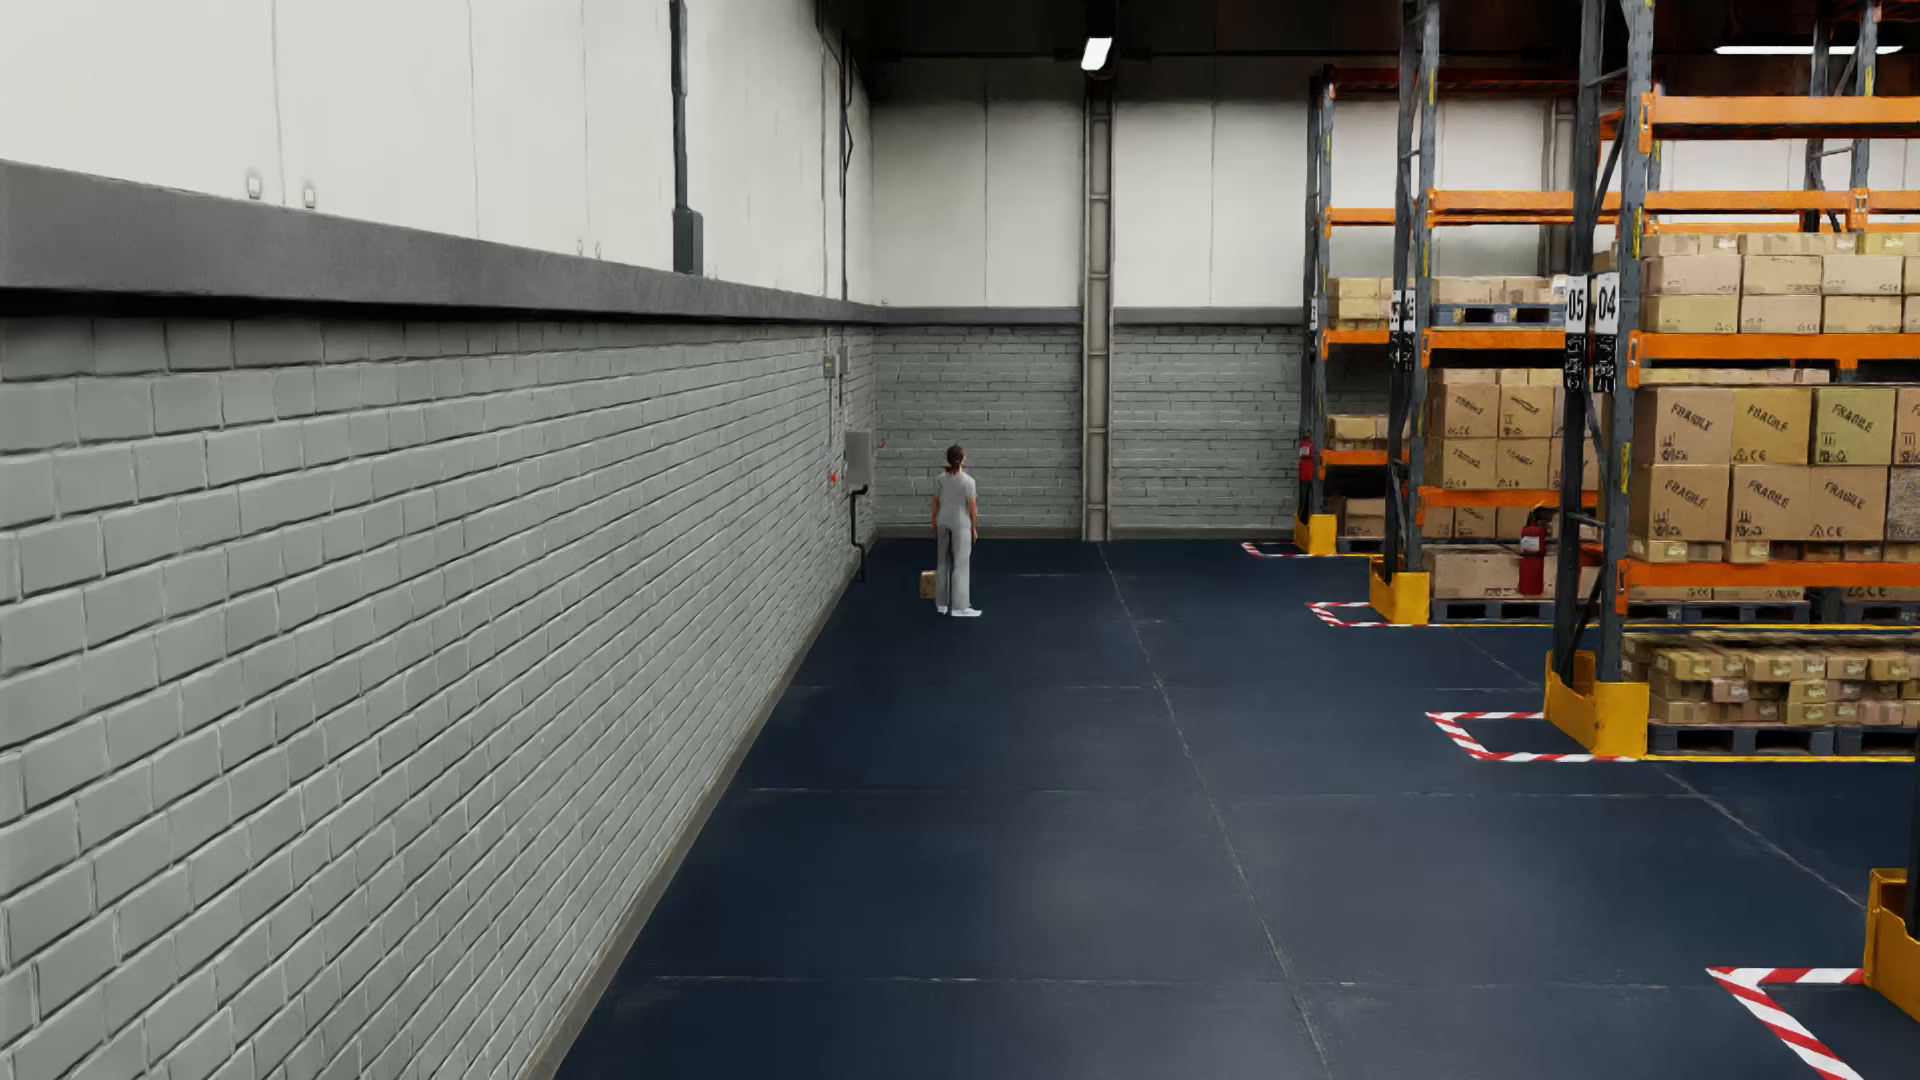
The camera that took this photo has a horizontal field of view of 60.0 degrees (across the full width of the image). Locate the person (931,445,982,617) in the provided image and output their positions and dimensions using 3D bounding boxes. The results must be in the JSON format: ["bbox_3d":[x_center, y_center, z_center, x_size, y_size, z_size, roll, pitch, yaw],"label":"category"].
[{"bbox_3d":[-0.045,-0.096,16.336,0.564,1.676,0.380,4,8,28],"label":"person"}]
